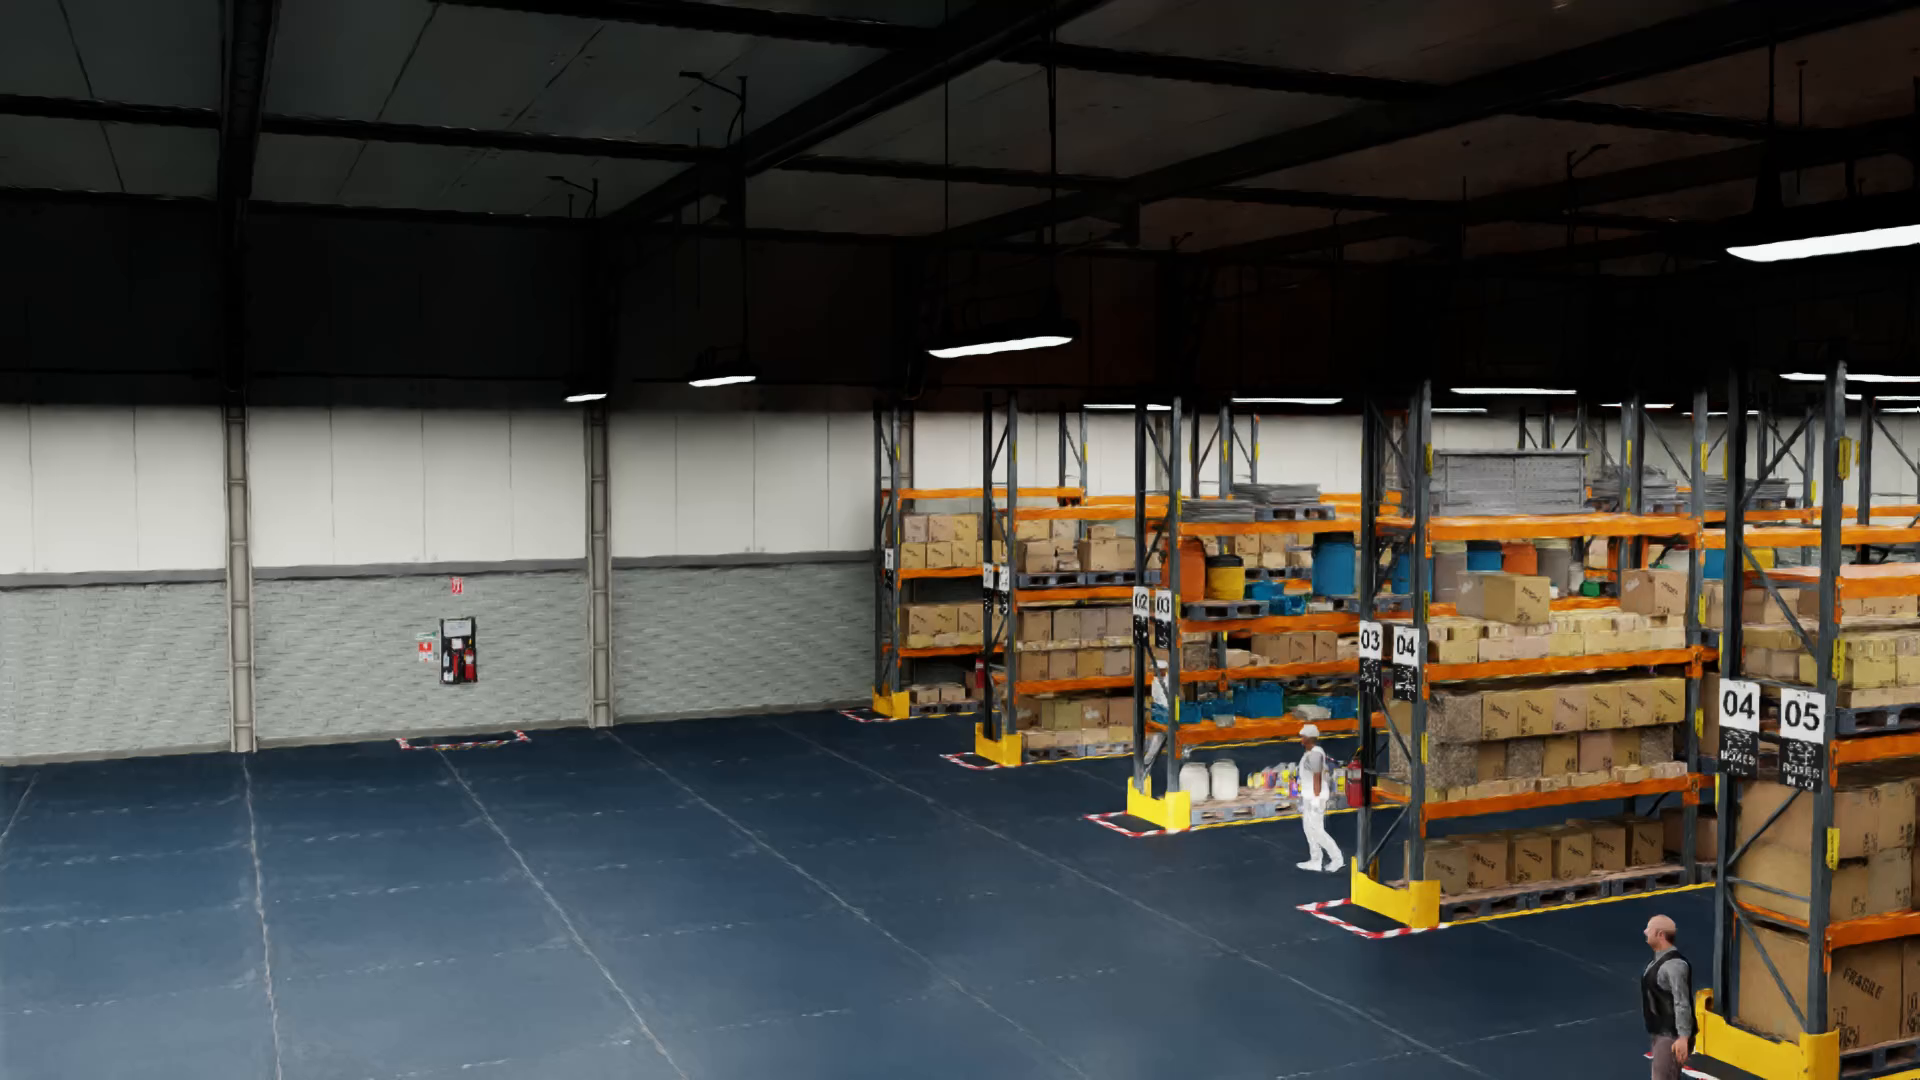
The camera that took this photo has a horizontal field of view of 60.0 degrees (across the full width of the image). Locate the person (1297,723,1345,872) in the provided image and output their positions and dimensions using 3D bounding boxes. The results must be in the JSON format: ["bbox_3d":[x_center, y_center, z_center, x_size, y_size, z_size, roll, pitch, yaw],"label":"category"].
[{"bbox_3d":[4.361,3.112,20.105,0.580,1.772,0.599,1,3,12],"label":"person"}]

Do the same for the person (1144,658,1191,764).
[{"bbox_3d":[3.267,2.748,26.855,1.121,1.687,0.577,-1,4,-22],"label":"person"}]

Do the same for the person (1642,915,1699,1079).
[{"bbox_3d":[5.242,3.604,12.113,0.514,1.716,0.587,1,3,14],"label":"person"}]
